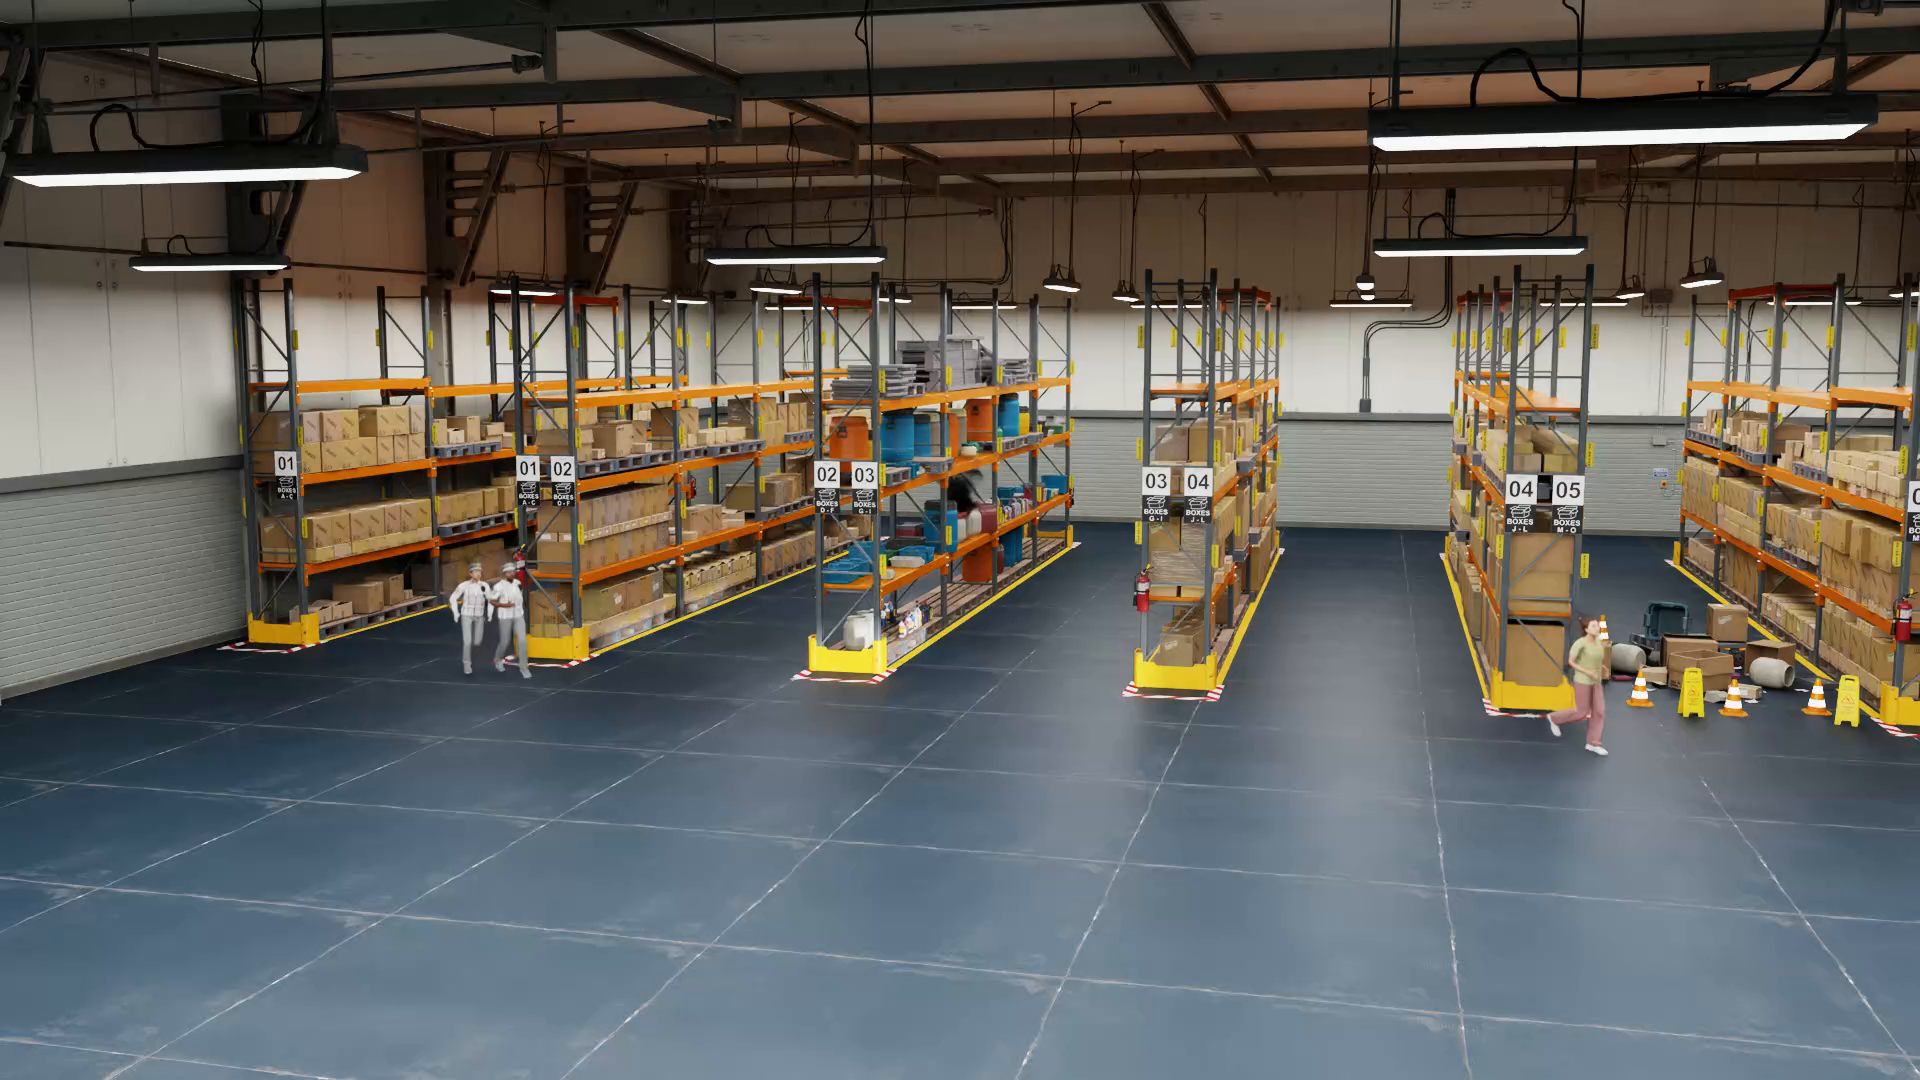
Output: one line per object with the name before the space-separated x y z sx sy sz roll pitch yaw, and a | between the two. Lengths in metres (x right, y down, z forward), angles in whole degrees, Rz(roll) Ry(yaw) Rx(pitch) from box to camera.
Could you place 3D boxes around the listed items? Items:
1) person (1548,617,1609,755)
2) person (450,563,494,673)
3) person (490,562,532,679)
person | 7.673 1.763 20.436 0.587 1.647 0.820 -4 8 -29
person | -7.417 1.170 25.352 0.670 1.647 0.559 -3 7 -24
person | -6.732 1.180 24.863 0.853 1.724 0.608 6 9 43
